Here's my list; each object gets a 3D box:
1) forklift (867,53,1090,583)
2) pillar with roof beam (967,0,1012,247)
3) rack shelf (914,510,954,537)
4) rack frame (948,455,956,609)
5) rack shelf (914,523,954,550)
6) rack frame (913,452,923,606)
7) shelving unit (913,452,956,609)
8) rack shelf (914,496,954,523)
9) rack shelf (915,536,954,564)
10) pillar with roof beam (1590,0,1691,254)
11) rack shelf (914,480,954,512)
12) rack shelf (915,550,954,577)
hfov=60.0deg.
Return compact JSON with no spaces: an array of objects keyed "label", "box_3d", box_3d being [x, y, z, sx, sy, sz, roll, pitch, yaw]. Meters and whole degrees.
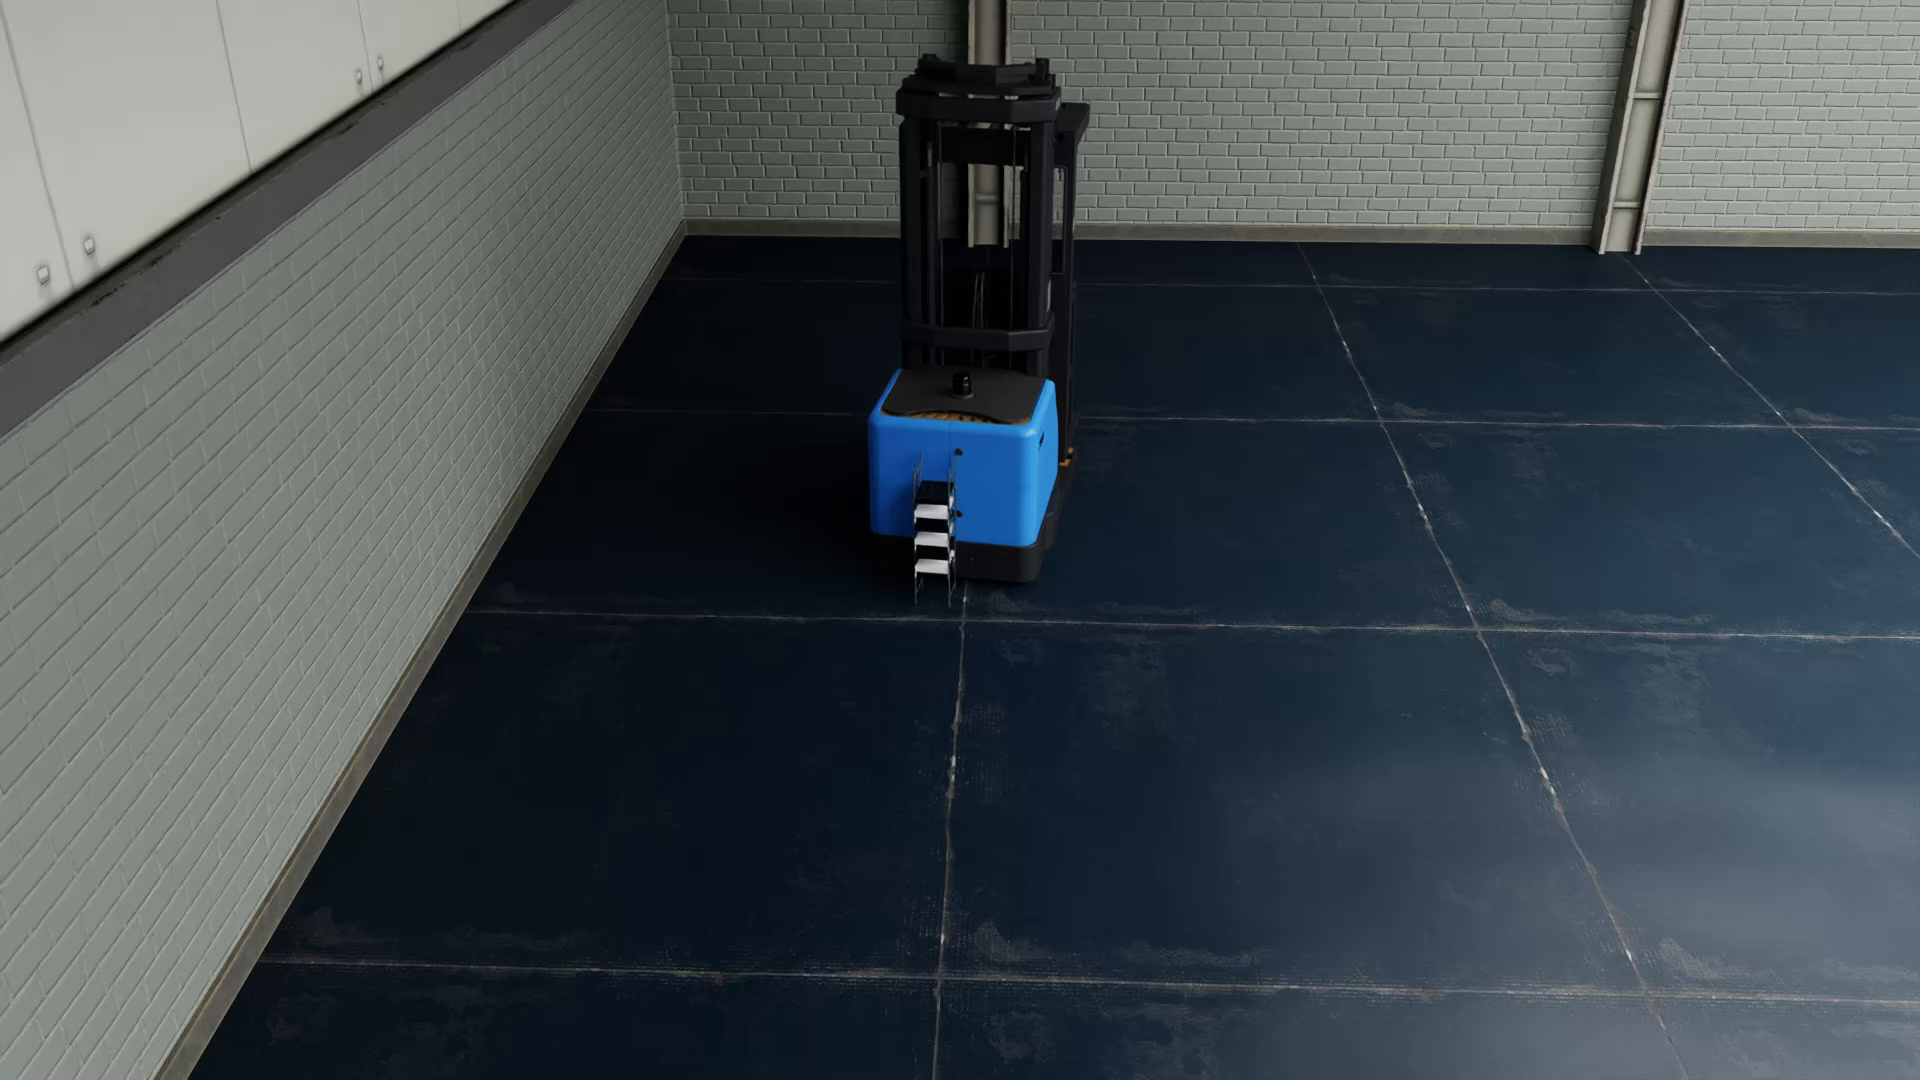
[{"label":"forklift","box_3d":[0.215,-1.707,10.767,1.130,2.935,3.031,5,28,9]},{"label":"pillar with roof beam","box_3d":[0.122,-4.849,10.214,0.400,9.000,9.100,1,28,2]},{"label":"rack shelf","box_3d":[-0.147,-0.101,9.785,0.200,0.077,0.258,4,28,8]},{"label":"rack frame","box_3d":[-0.047,-0.044,9.797,0.006,0.900,0.240,4,28,8]},{"label":"rack shelf","box_3d":[-0.147,-0.022,9.827,0.200,0.077,0.258,4,28,8]},{"label":"rack frame","box_3d":[-0.248,-0.059,9.826,0.006,0.900,0.240,4,28,8]},{"label":"shelving unit","box_3d":[-0.147,-0.051,9.811,0.210,0.900,0.258,4,28,8]},{"label":"rack shelf","box_3d":[-0.147,-0.181,9.743,0.200,0.077,0.258,4,28,8]},{"label":"rack shelf","box_3d":[-0.147,0.058,9.869,0.200,0.077,0.258,4,28,8]},{"label":"pillar with roof beam","box_3d":[6.119,-4.749,10.027,0.400,9.000,9.100,1,28,2]},{"label":"rack shelf","box_3d":[-0.147,-0.260,9.701,0.200,0.077,0.258,4,28,8]},{"label":"rack shelf","box_3d":[-0.147,0.137,9.911,0.200,0.077,0.258,4,28,8]}]
